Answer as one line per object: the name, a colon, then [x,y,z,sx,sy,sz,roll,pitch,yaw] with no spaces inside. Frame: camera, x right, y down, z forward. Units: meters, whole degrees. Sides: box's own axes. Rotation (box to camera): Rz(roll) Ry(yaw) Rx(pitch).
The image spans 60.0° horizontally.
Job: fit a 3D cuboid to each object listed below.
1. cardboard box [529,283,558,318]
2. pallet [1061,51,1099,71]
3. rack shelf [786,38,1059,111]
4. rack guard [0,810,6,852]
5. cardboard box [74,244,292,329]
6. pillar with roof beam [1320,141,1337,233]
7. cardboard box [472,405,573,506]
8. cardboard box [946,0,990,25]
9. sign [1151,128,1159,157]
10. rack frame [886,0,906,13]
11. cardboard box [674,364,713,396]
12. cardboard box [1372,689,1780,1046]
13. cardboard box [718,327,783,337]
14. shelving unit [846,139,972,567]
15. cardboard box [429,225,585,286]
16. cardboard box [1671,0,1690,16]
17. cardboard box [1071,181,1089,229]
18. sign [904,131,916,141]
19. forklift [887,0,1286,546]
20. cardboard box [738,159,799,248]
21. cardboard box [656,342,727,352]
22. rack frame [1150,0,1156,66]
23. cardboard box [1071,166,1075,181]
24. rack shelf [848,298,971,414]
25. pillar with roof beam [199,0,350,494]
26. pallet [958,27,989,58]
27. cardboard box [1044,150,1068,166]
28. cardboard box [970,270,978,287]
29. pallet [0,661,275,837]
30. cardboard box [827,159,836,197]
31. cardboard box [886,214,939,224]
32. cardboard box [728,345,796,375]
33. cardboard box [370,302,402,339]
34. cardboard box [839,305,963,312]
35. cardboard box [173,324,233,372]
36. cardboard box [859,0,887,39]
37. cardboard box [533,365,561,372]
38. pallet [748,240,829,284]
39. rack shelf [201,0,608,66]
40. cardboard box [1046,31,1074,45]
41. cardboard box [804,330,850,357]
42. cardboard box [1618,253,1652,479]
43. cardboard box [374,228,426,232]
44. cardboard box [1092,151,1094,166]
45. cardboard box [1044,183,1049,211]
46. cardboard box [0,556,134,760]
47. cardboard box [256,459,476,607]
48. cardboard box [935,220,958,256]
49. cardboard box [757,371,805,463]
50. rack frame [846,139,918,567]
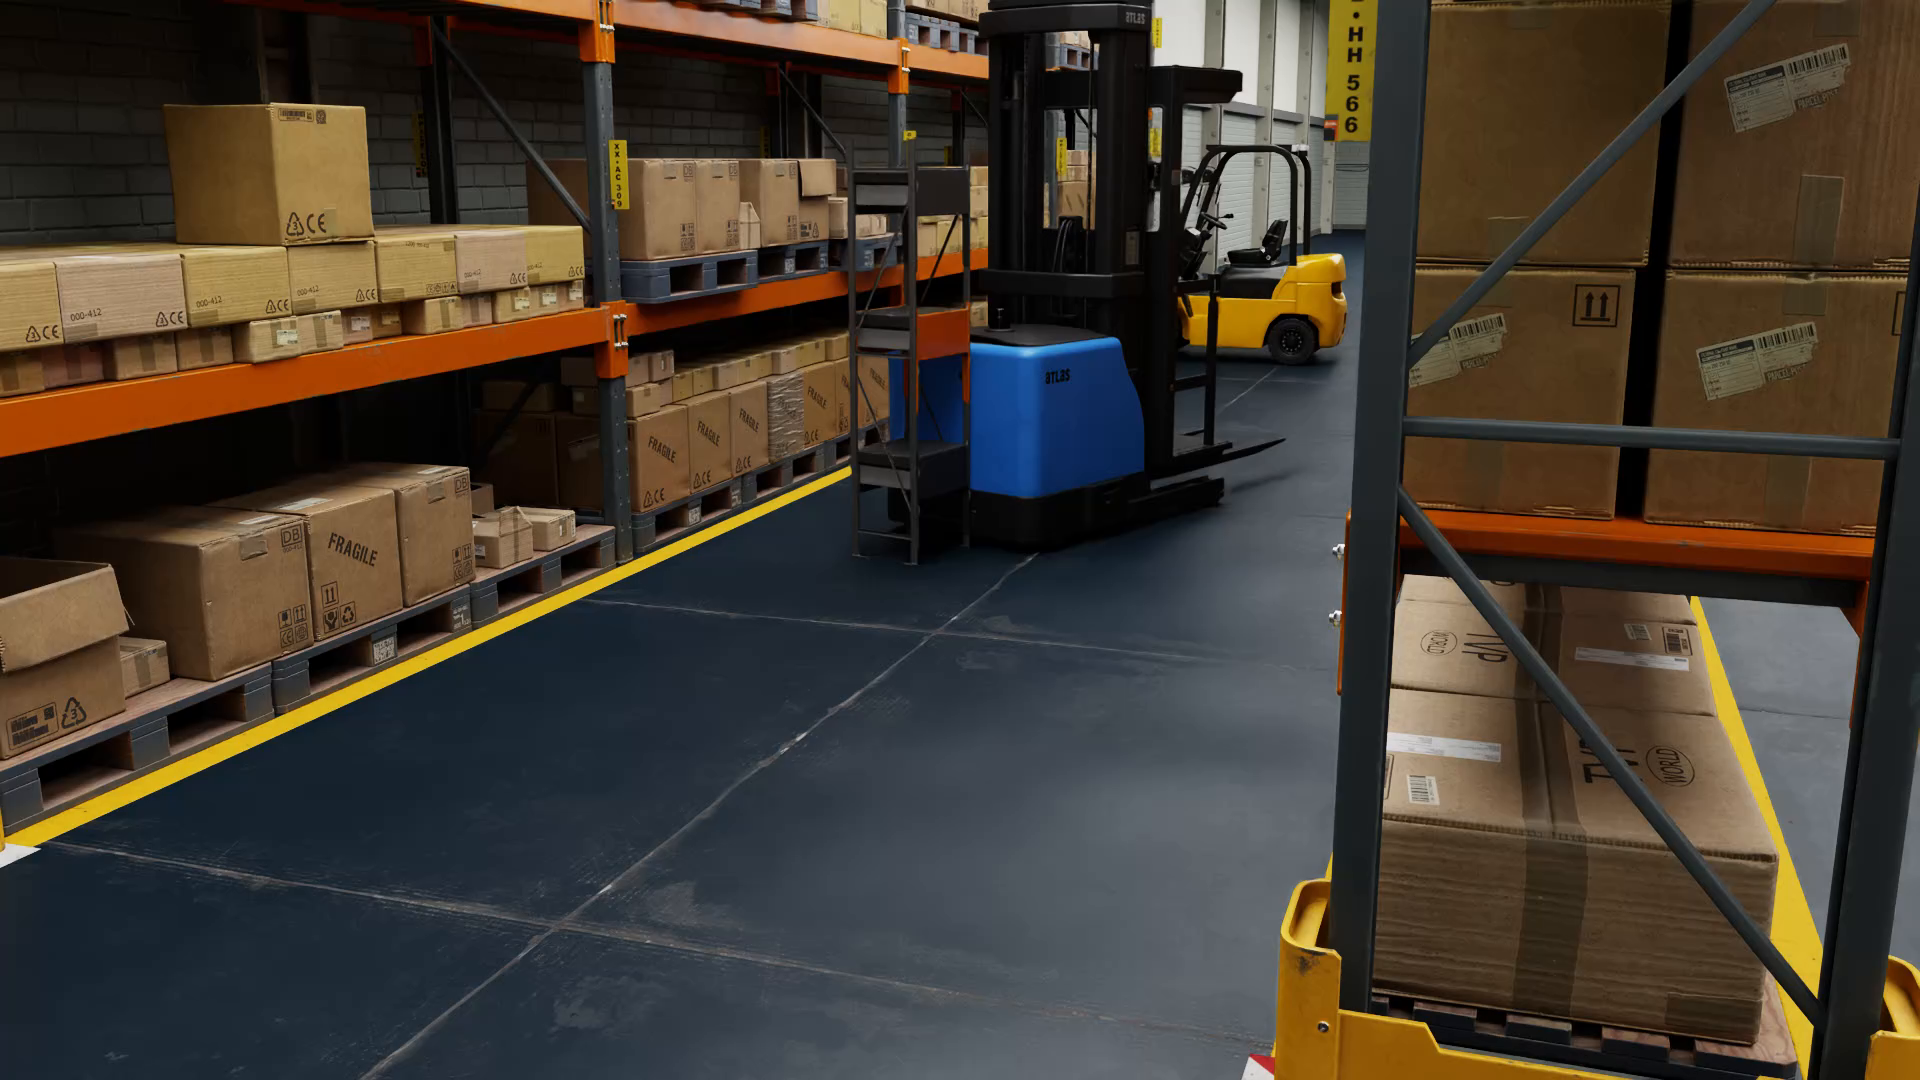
cardboard box: [-2.093,-1.115,7.697,0.380,0.149,0.250,5,14,20]
pallet: [1.071,-4.920,17.262,1.003,0.211,1.213,4,14,18]
rack shelf: [-0.224,-3.754,13.571,1.077,0.370,4.000,4,14,18]
rack guard: [-3.435,0.666,4.948,1.175,0.500,0.348,4,14,18]
cardboard box: [-2.734,-0.898,5.851,0.500,0.250,0.500,4,13,17]
pillar with roof beam: [14.419,-12.756,44.651,9.100,9.000,0.548,4,14,18]
cardboard box: [-2.286,-0.490,9.068,0.500,0.500,0.500,4,14,18]
cardboard box: [-0.077,-4.335,13.107,0.500,0.500,0.500,5,14,20]
sign: [2.226,-4.544,19.021,0.100,0.325,0.005,4,14,18]
rack frame: [-0.871,-5.146,11.312,1.000,3.000,0.127,4,14,18]
cardboard box: [-1.633,-0.915,9.473,0.380,0.149,0.250,4,13,17]
cardboard box: [1.357,0.718,3.916,0.875,0.438,0.875,4,13,16]
cardboard box: [-1.446,-1.382,11.520,0.380,0.149,0.250,5,14,20]
shelving unit: [-0.252,-0.957,8.464,0.431,2.100,0.503,8,15,32]
cardboard box: [-2.099,-1.326,7.727,0.500,0.250,0.500,5,14,20]
cardboard box: [1.632,-1.148,3.347,0.380,0.149,0.250,5,14,20]
cardboard box: [0.966,-3.298,16.471,0.500,0.500,0.500,5,14,19]
sign: [-0.355,-2.710,11.697,0.100,0.325,0.005,4,14,18]
forklift: [0.922,-1.665,9.697,1.130,2.935,3.031,10,16,38]
cardboard box: [-1.376,-1.993,9.809,0.700,0.500,0.500,4,14,18]
cardboard box: [-1.703,-1.160,10.546,0.380,0.149,0.250,4,14,19]
rack frame: [1.717,-6.831,18.692,1.000,3.000,0.127,4,14,18]
cardboard box: [0.915,-3.588,16.286,0.380,0.149,0.250,4,14,18]
rack shelf: [-0.252,-0.944,8.467,0.431,0.518,0.480,8,15,32]
pillar with roof beam: [0.830,-3.912,5.906,9.100,9.000,0.400,4,14,18]
pallet: [-0.377,-3.977,13.354,1.003,0.211,1.213,5,14,21]
cardboard box: [0.807,-3.619,15.754,0.380,0.149,0.250,5,14,20]
cardboard box: [0.399,-2.533,16.333,0.500,0.250,0.500,5,14,20]
pallet: [-3.178,0.639,5.716,1.003,0.211,1.213,4,14,18]
cardboard box: [-1.186,-2.378,11.496,0.500,0.500,0.500,5,14,21]
cardboard box: [-0.473,-2.466,12.265,0.500,0.250,0.500,4,14,18]
cardboard box: [-1.247,-1.124,10.389,0.380,0.149,0.250,4,13,16]
cardboard box: [-2.511,-0.903,6.769,0.380,0.149,0.250,5,14,19]
cardboard box: [-0.453,-1.537,13.374,0.875,0.625,0.625,5,14,20]
cardboard box: [-2.783,-0.684,5.808,0.380,0.149,0.250,5,14,19]
cardboard box: [-0.808,-3.485,11.113,0.500,0.250,0.500,4,13,17]
cardboard box: [-2.169,-0.887,9.351,0.380,0.149,0.250,5,14,19]
pallet: [-1.496,-1.718,10.206,1.003,0.211,1.213,4,14,18]
rack shelf: [-2.813,-2.070,6.191,1.077,0.370,4.000,4,14,18]
cardboard box: [0.855,-4.730,15.624,0.380,0.149,0.250,5,14,20]
cardboard box: [-0.850,-1.342,11.342,0.380,0.149,0.250,4,13,15]
cardboard box: [1.802,-0.418,3.854,0.500,0.500,0.500,4,13,18]
cardboard box: [-2.737,-1.260,7.437,0.500,0.250,0.500,4,14,18]
cardboard box: [1.149,-3.896,16.967,0.380,0.149,0.250,4,14,18]
cardboard box: [0.506,-3.112,15.097,0.500,0.250,0.500,4,13,17]
cardboard box: [-3.172,0.353,5.365,0.797,0.503,0.637,4,13,16]
cardboard box: [-2.523,-0.041,7.100,0.700,0.500,0.500,4,13,16]
cardboard box: [-0.329,-2.330,12.791,0.500,0.250,0.500,4,13,17]
cardboard box: [-1.294,-0.777,10.326,0.500,0.500,0.500,4,13,16]
rack frame: [-0.384,-0.912,8.264,0.400,2.100,0.015,8,15,32]
